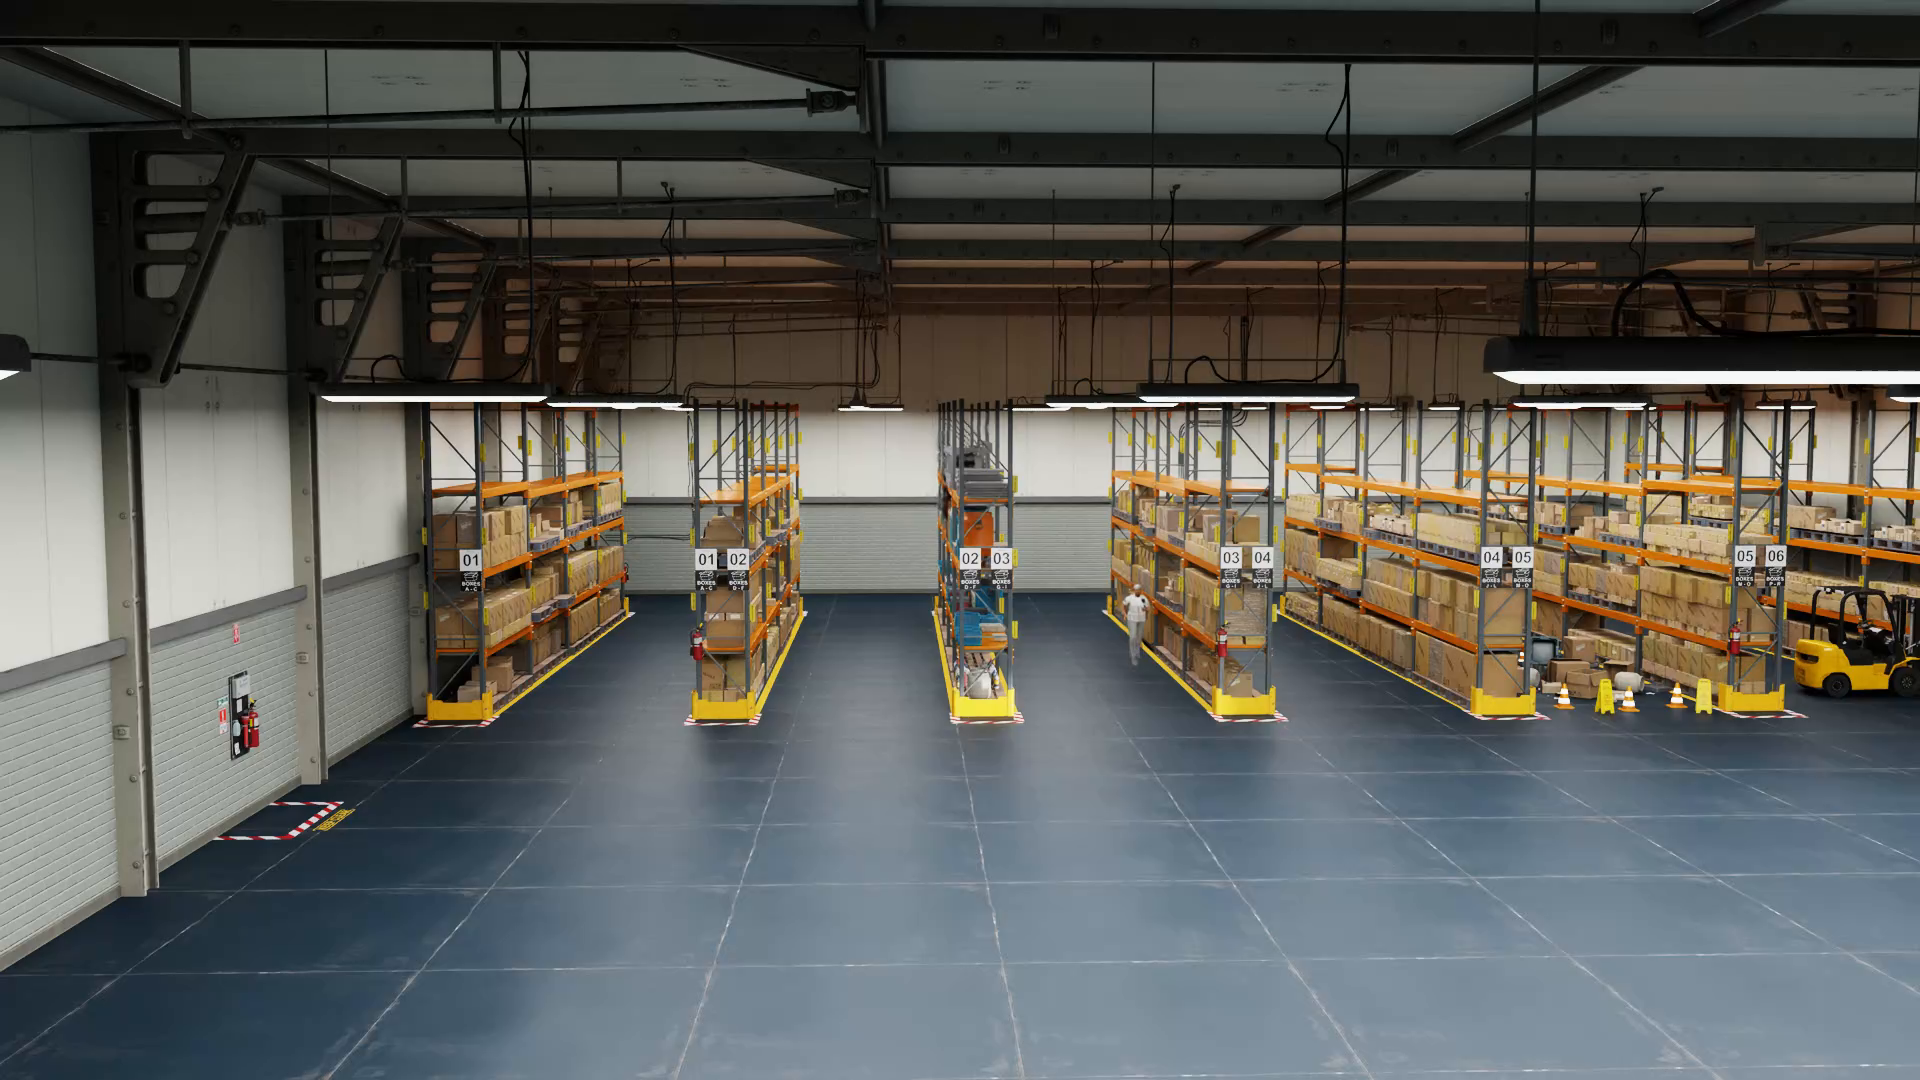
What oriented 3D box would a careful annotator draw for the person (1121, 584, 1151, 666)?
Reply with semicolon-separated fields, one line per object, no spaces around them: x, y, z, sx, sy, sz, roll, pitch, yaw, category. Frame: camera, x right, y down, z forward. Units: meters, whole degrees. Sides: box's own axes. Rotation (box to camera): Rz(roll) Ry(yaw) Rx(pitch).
3.884;1.841;36.508;0.579;1.764;0.728;-1;4;-11;person
